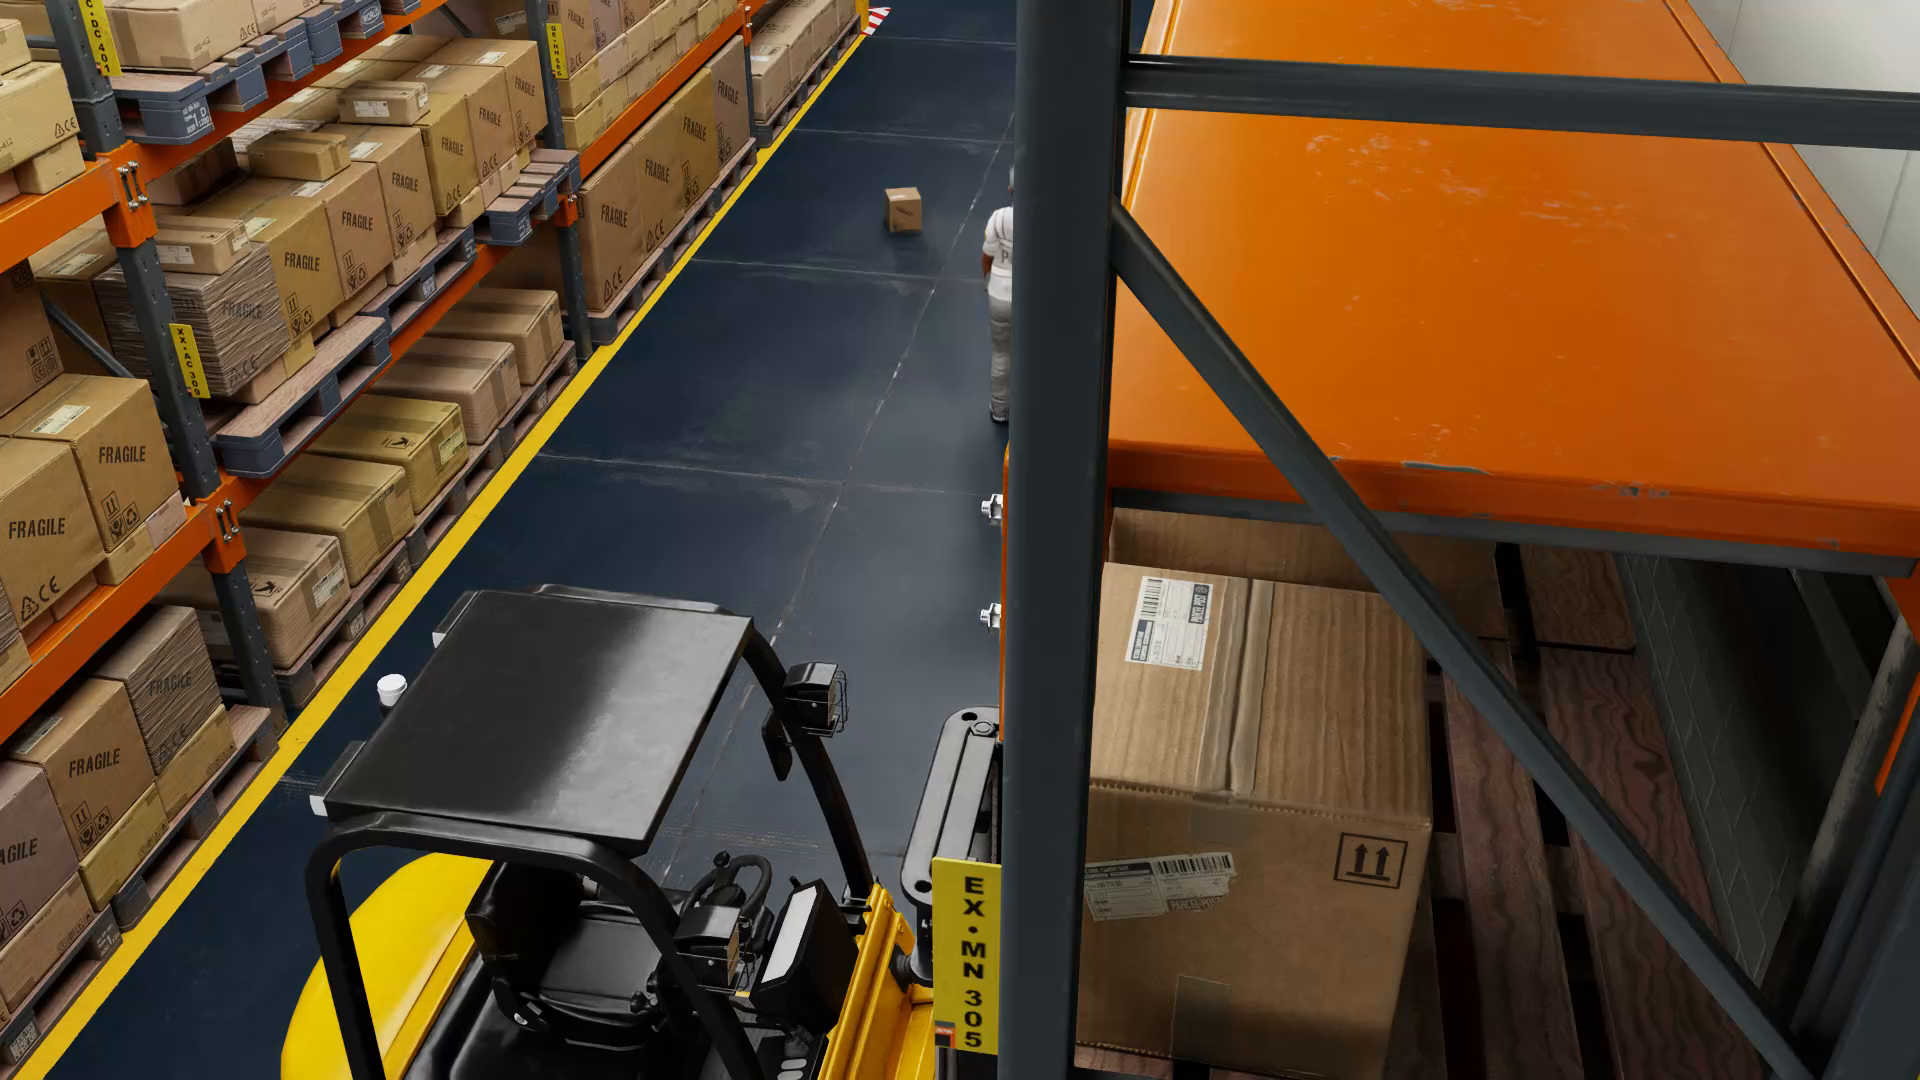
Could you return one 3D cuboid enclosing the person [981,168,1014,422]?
[{"bbox_3d":[0.372,-1.441,9.881,0.495,1.691,0.466,2,33,3],"label":"person"}]
